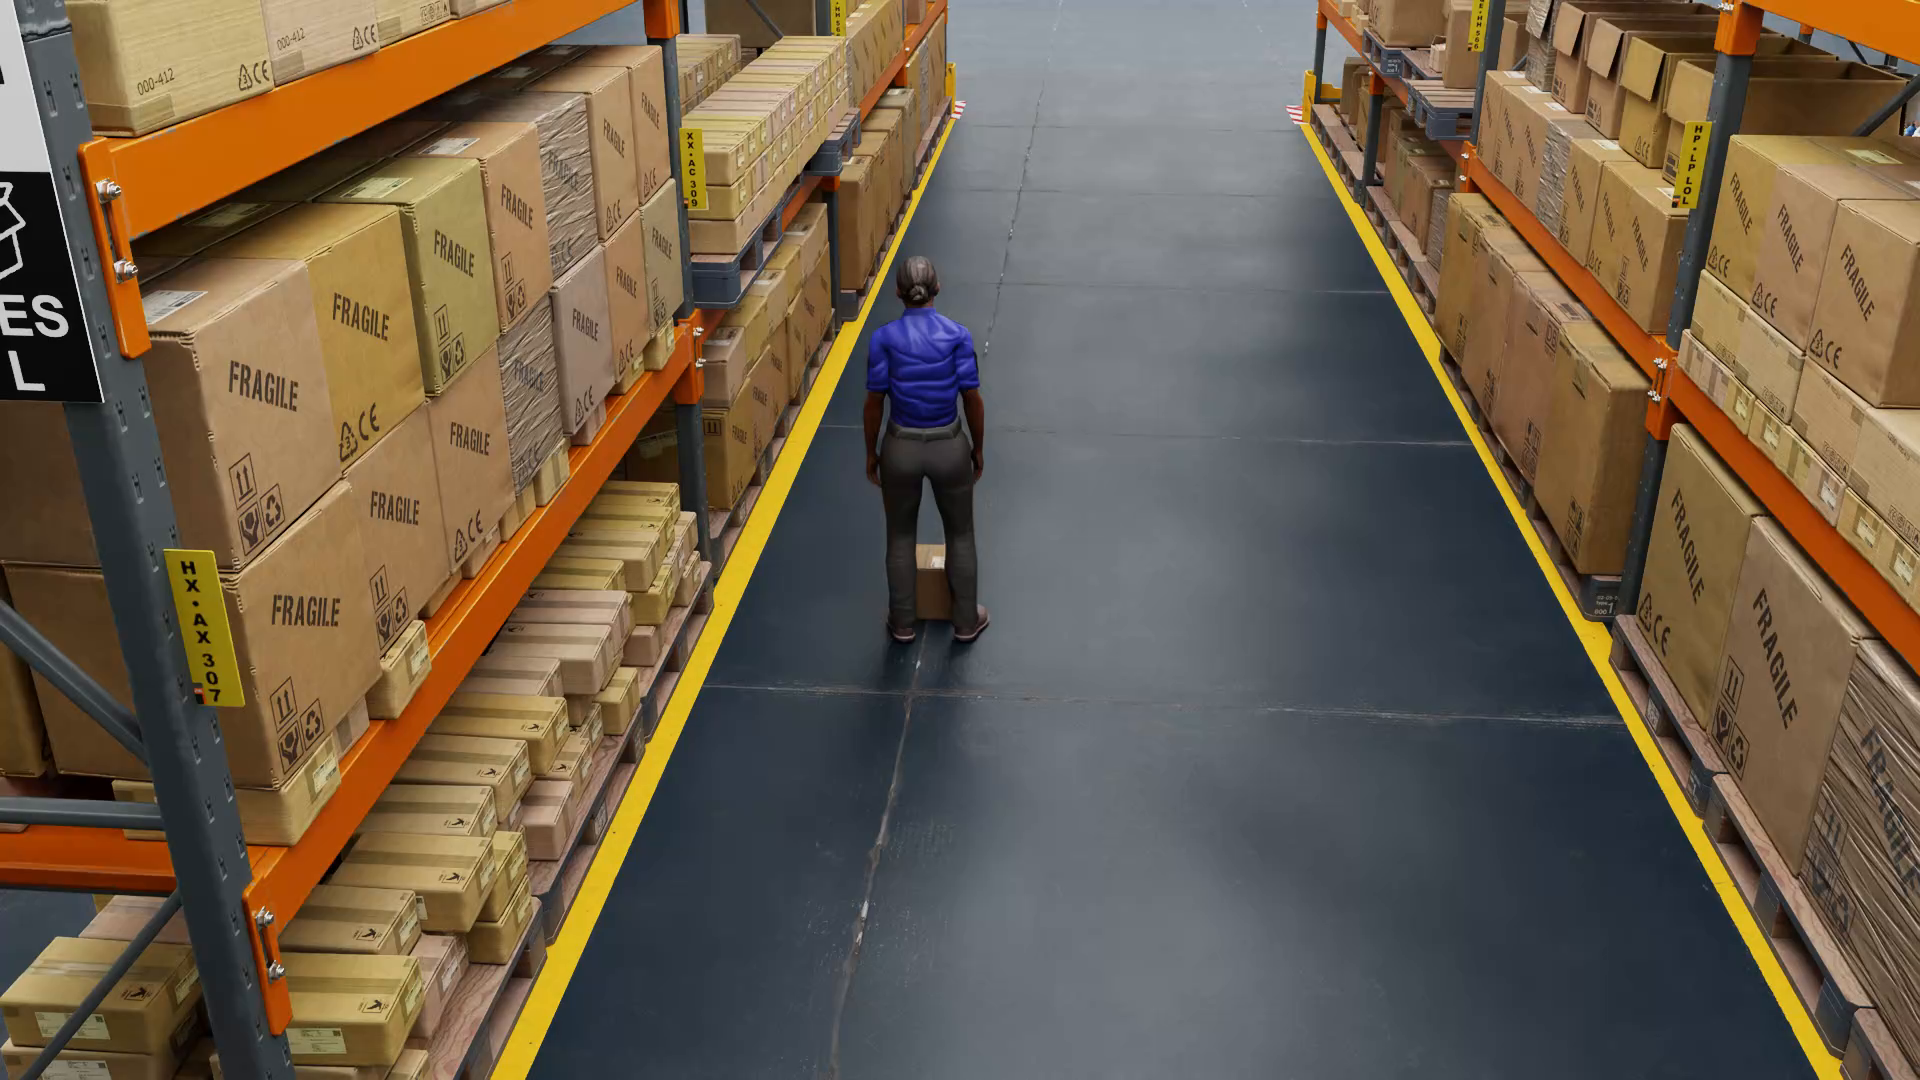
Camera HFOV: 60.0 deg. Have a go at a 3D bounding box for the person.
[{"bbox_3d":[-0.133,-0.355,6.885,0.527,1.653,0.345,-1,25,-1],"label":"person"}]
